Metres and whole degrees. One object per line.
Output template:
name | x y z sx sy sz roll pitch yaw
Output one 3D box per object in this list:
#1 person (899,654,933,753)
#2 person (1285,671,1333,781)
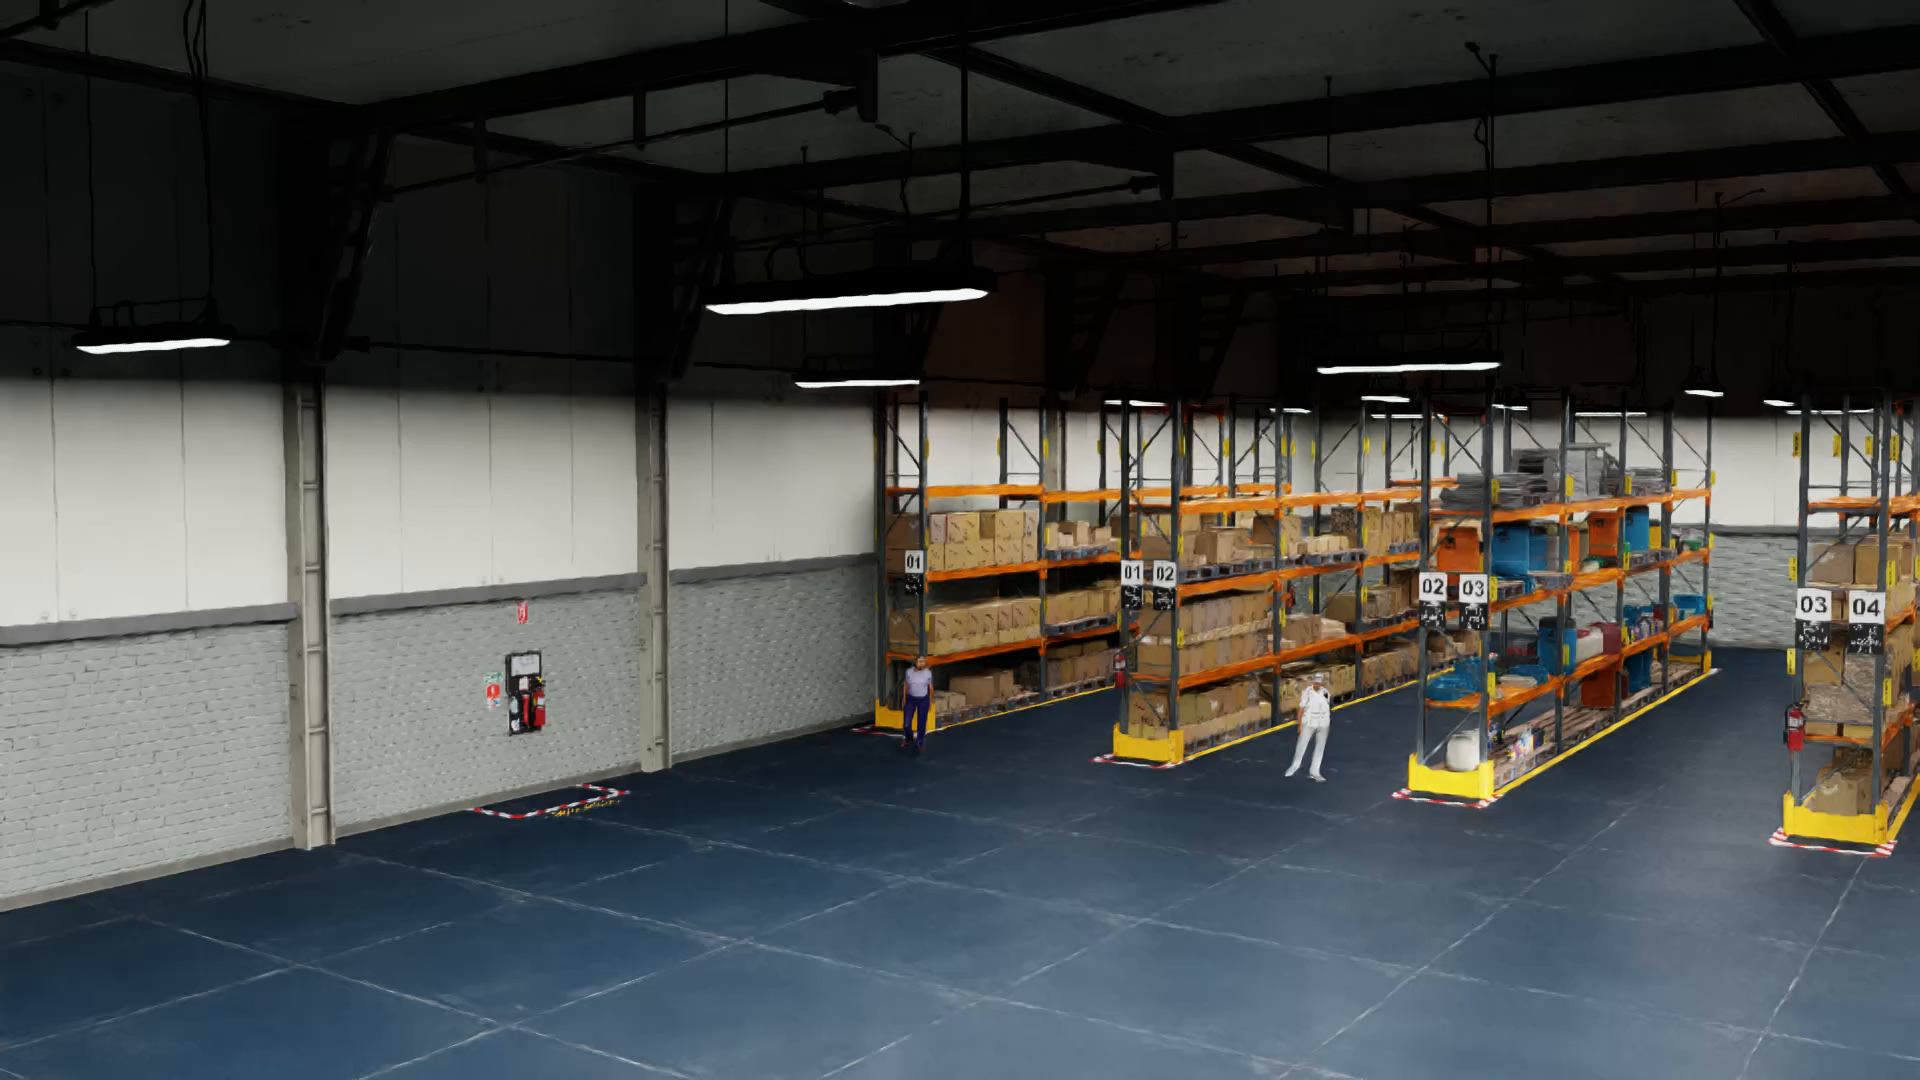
person | -0.720 2.676 27.364 0.560 1.628 0.520 0 3 -3
person | 5.247 2.785 25.007 0.650 1.655 0.531 0 3 -7
